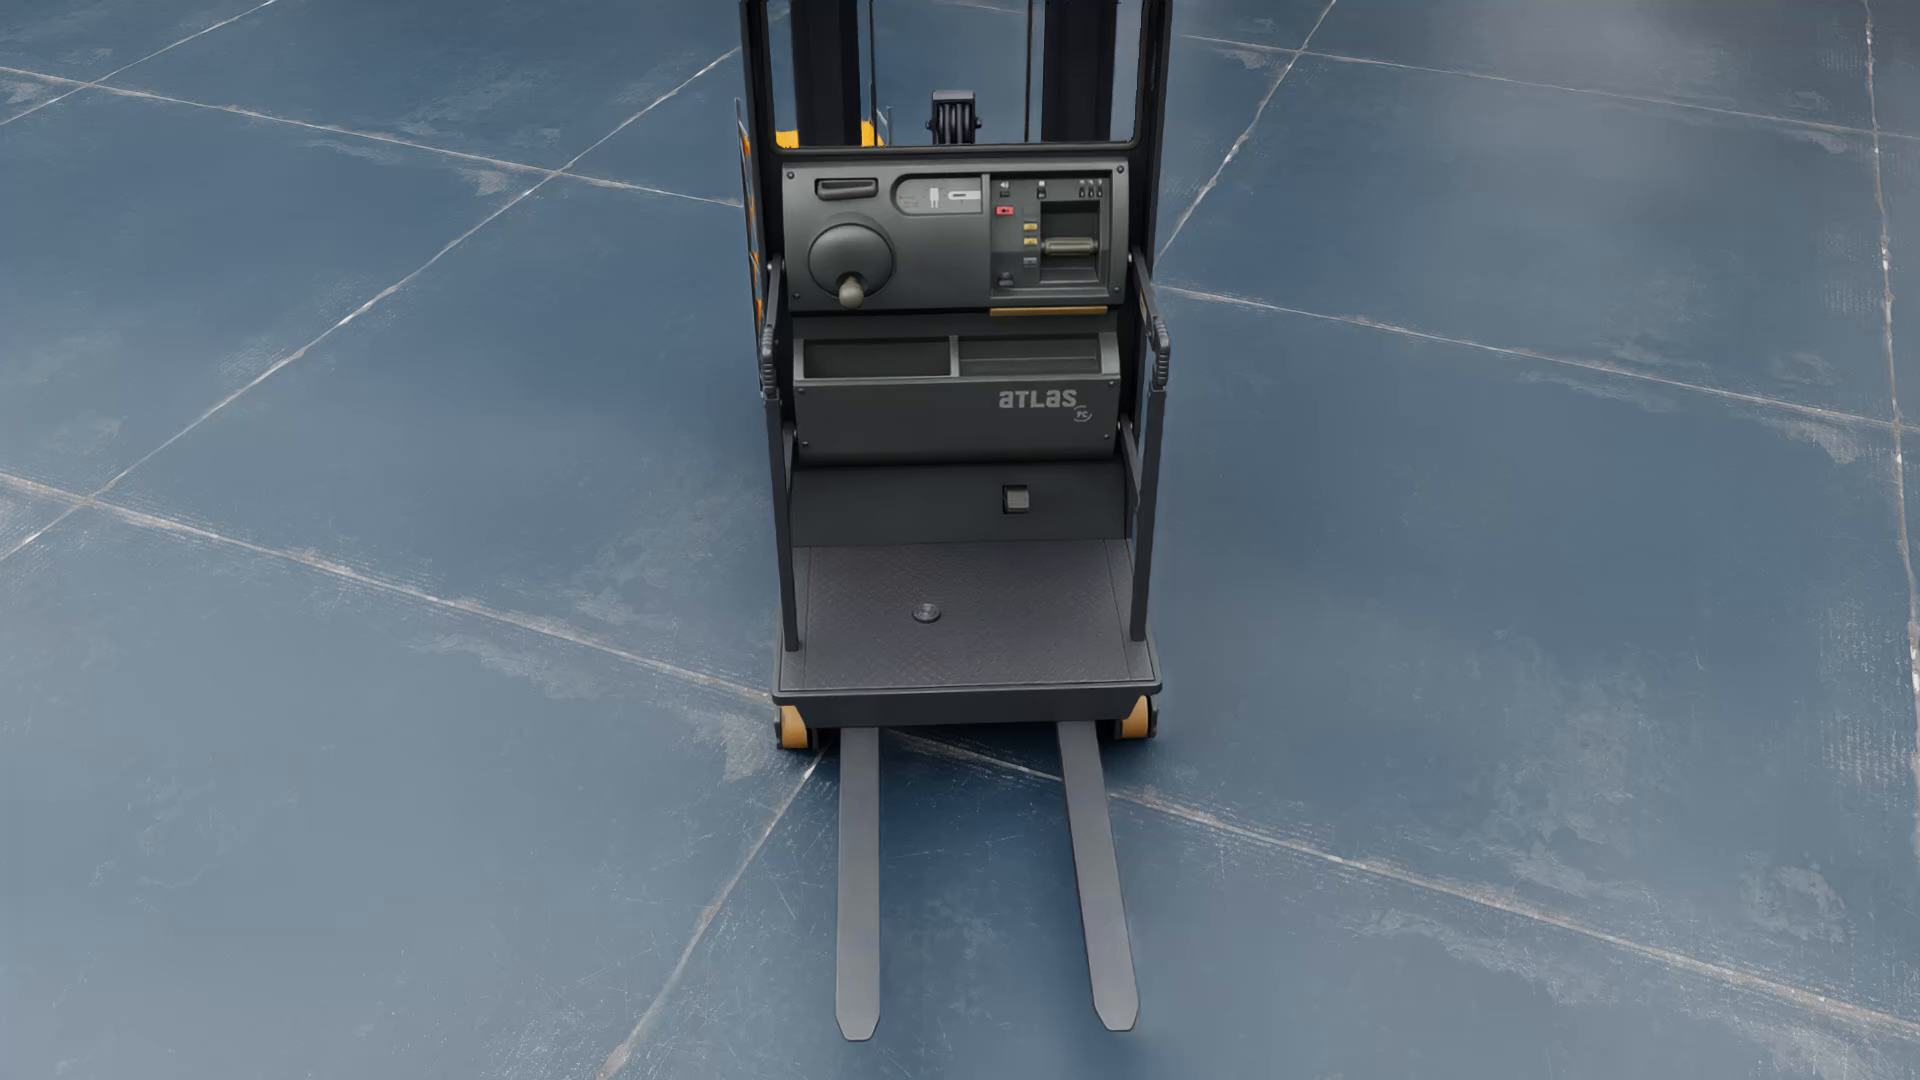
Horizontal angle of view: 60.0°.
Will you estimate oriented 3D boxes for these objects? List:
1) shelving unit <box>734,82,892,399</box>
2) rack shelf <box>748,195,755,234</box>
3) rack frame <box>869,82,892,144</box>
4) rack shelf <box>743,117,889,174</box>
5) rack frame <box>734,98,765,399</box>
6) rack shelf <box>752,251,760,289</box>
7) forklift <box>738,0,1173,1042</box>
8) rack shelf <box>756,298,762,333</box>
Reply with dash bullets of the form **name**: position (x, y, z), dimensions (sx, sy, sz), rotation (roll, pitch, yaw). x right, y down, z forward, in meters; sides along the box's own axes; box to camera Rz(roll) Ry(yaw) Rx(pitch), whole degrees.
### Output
- **shelving unit**: position (-0.512, -1.041, 6.140), dimensions (0.503, 1.200, 0.258), rotation (-11, 38, -14)
- **rack shelf**: position (-0.512, -1.167, 6.047), dimensions (0.480, 0.148, 0.258), rotation (-11, 38, -14)
- **rack frame**: position (-0.280, -1.086, 6.200), dimensions (0.015, 1.200, 0.240), rotation (-11, 38, -14)
- **rack shelf**: position (-0.512, -1.357, 5.906), dimensions (0.480, 0.148, 0.258), rotation (-11, 38, -14)
- **rack frame**: position (-0.744, -0.996, 6.080), dimensions (0.015, 1.200, 0.240), rotation (-11, 38, -14)
- **rack shelf**: position (-0.512, -0.987, 6.180), dimensions (0.480, 0.148, 0.258), rotation (-11, 38, -14)
- **forklift**: position (0.002, -0.756, 4.313), dimensions (1.130, 2.935, 3.031), rotation (-2, 37, -2)
- **rack shelf**: position (-0.512, -0.828, 6.298), dimensions (0.480, 0.148, 0.258), rotation (-11, 38, -14)
